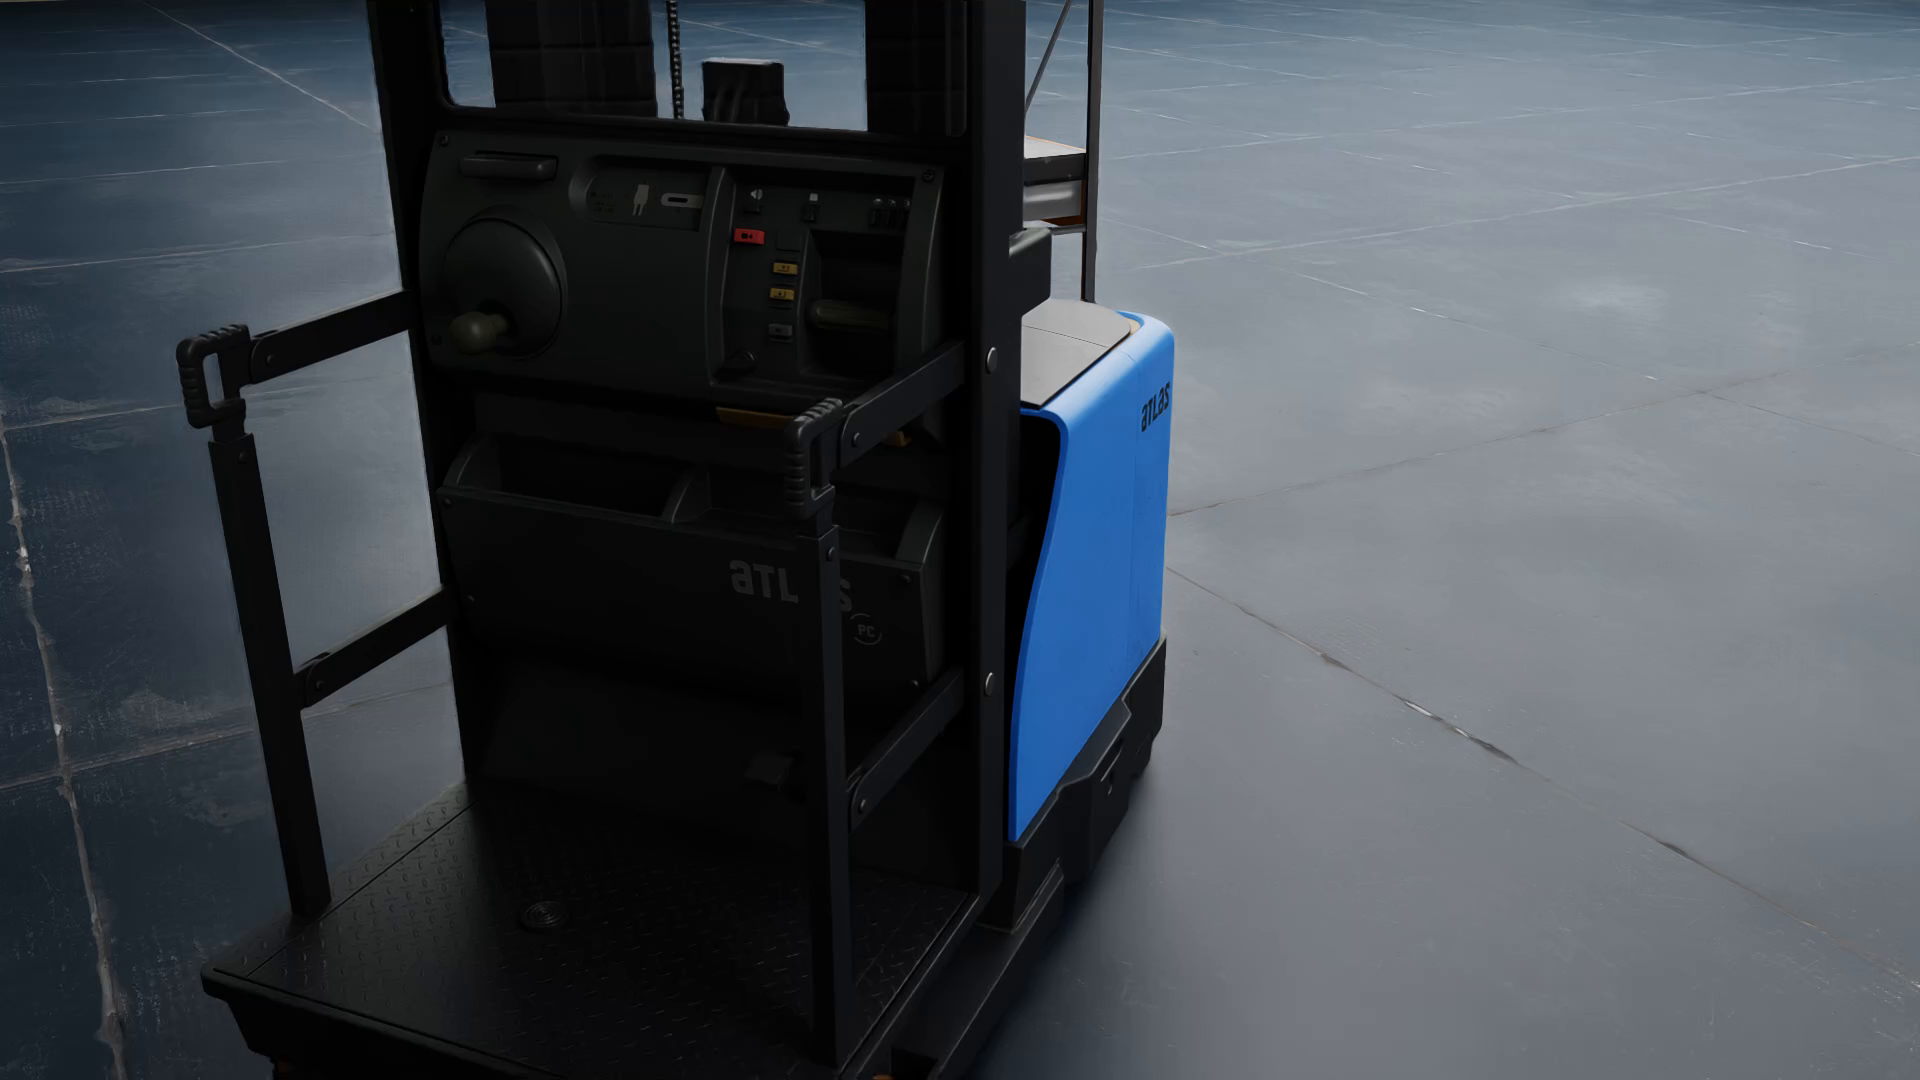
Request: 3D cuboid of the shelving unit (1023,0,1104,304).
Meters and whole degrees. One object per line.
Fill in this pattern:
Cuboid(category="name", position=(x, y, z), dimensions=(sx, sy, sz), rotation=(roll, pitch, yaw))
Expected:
Cuboid(category="shelving unit", position=(0.085, -0.919, 4.784), dimensions=(0.431, 2.100, 0.503), rotation=(-13, 25, -28))

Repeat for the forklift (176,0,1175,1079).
Cuboid(category="forklift", position=(-0.542, -0.421, 2.456), dimensions=(1.130, 2.935, 3.031), rotation=(9, 24, 21))

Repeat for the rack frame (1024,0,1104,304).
Cuboid(category="rack frame", position=(0.209, -0.840, 4.590), dimensions=(0.400, 2.100, 0.015), rotation=(-13, 25, -28))

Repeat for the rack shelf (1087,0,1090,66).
Cuboid(category="rack shelf", position=(0.085, -1.555, 4.526), dimensions=(0.431, 0.518, 0.480), rotation=(-13, 25, -28))

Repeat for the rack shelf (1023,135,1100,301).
Cuboid(category="rack shelf", position=(0.085, -0.906, 4.789), dimensions=(0.431, 0.518, 0.480), rotation=(-13, 25, -28))
